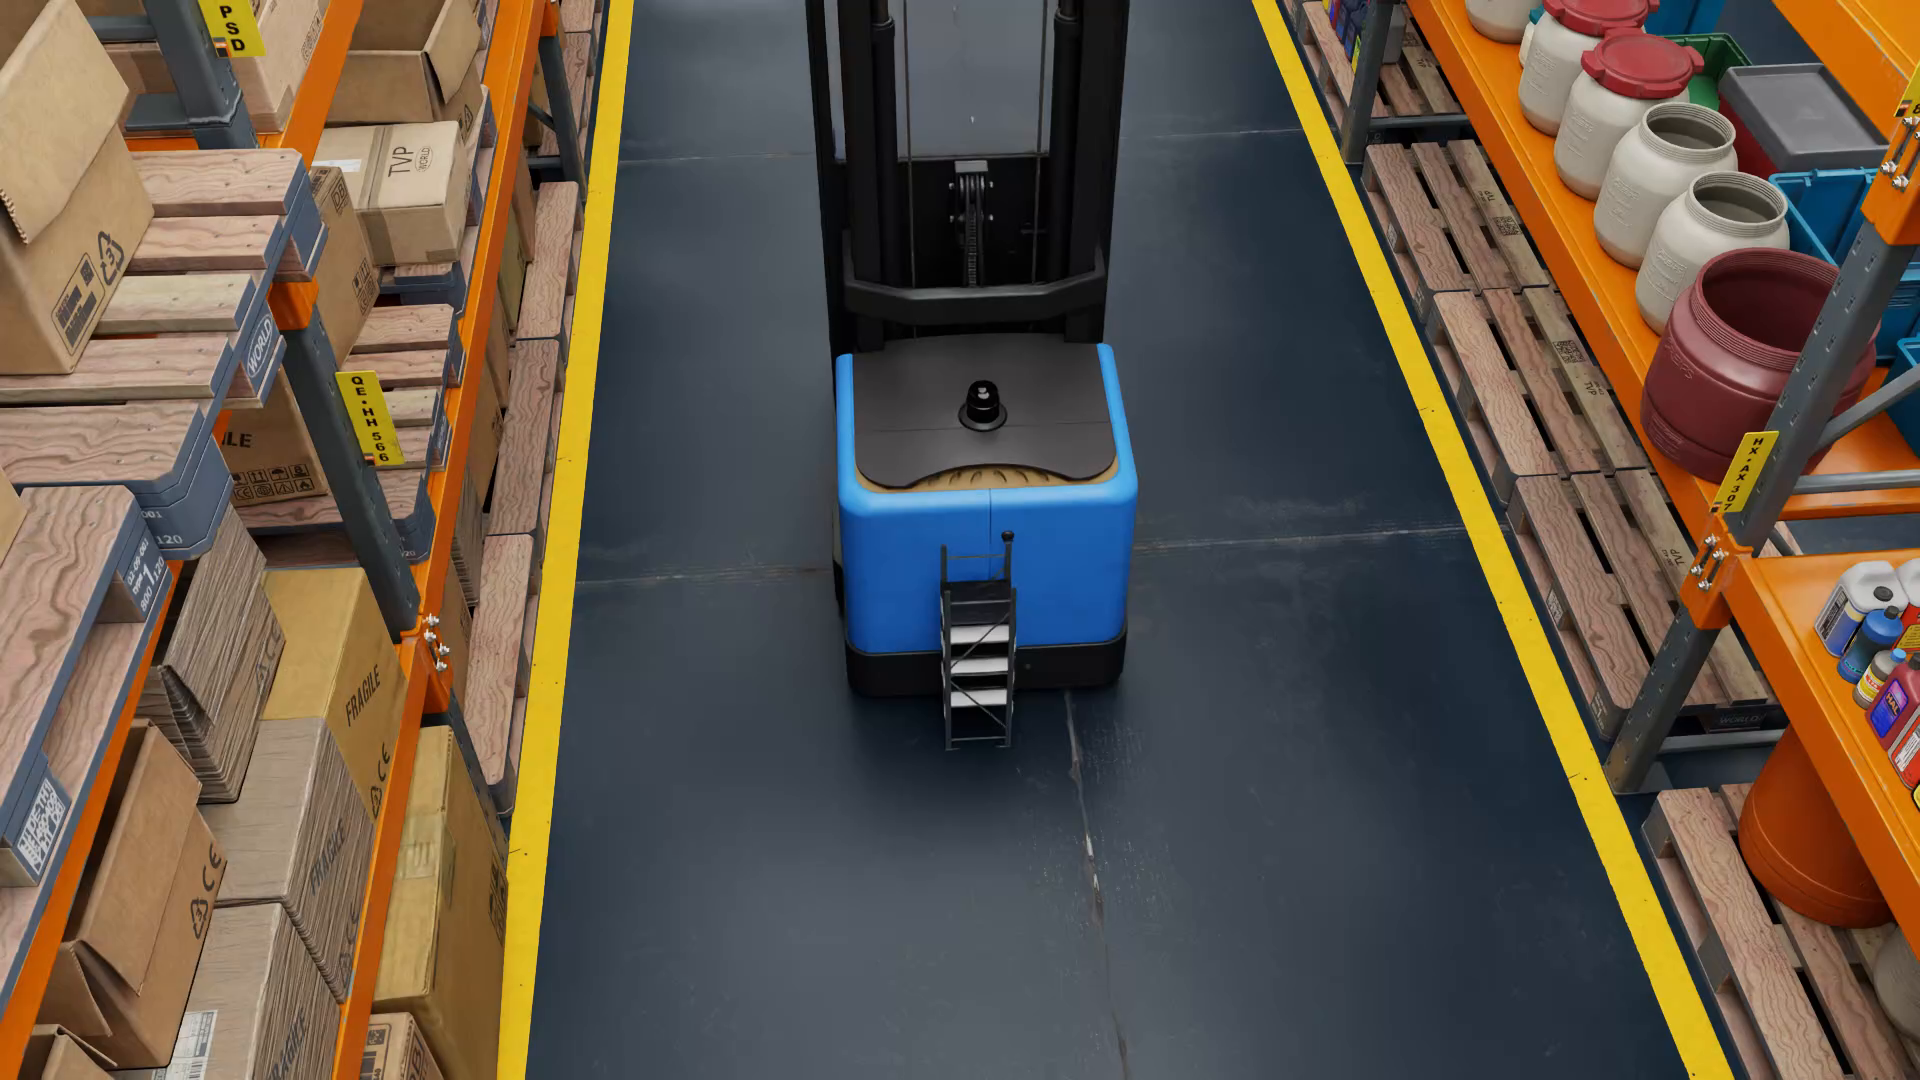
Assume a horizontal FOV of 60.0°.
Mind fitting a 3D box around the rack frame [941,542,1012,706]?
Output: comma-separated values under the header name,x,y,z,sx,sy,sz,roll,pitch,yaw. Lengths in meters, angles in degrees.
name,x,y,z,sx,sy,sz,roll,pitch,yaw
rack frame,0.055,0.318,5.960,0.240,0.900,0.006,-3,48,-3

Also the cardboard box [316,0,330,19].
name,x,y,z,sx,sy,sz,roll,pitch,yaw
cardboard box,-1.910,-1.585,4.359,0.500,0.250,0.500,-2,47,-2

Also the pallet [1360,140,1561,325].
name,x,y,z,sx,sy,sz,roll,pitch,yaw
pallet,2.623,-1.549,8.208,1.003,0.211,1.213,-3,47,-3

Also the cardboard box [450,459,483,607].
name,x,y,z,sx,sy,sz,roll,pitch,yaw
cardboard box,-2.217,-0.054,6.290,0.700,0.500,0.500,-7,47,-7

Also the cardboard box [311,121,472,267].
name,x,y,z,sx,sy,sz,roll,pitch,yaw
cardboard box,-1.993,-1.198,5.769,0.500,0.250,0.500,-5,47,-4

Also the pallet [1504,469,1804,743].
name,x,y,z,sx,sy,sz,roll,pitch,yaw
pallet,2.827,0.217,6.536,1.003,0.211,1.213,-3,47,-3

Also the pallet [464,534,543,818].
name,x,y,z,sx,sy,sz,roll,pitch,yaw
pallet,-2.146,0.515,6.253,1.003,0.211,1.213,-3,47,-3

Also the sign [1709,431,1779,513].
name,x,y,z,sx,sy,sz,roll,pitch,yaw
sign,2.306,-0.197,4.895,0.100,0.325,0.005,-3,47,-3

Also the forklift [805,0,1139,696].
name,x,y,z,sx,sy,sz,roll,pitch,yaw
forklift,0.009,-1.489,6.278,1.130,2.935,3.031,-3,47,-2

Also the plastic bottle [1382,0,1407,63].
name,x,y,z,sx,sy,sz,roll,pitch,yaw
plastic bottle,2.321,-2.771,8.966,0.144,0.351,0.185,-3,47,-3

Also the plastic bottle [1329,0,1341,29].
name,x,y,z,sx,sy,sz,roll,pitch,yaw
plastic bottle,2.106,-2.993,9.223,0.061,0.283,0.133,-1,47,-1

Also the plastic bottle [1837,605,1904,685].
name,x,y,z,sx,sy,sz,roll,pitch,yaw
plastic bottle,2.550,0.283,4.641,0.097,0.271,0.097,0,47,0

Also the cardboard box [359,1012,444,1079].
name,x,y,z,sx,sy,sz,roll,pitch,yaw
cardboard box,-1.978,1.854,4.239,1.225,0.875,0.875,-3,47,-3

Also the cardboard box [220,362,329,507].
name,x,y,z,sx,sy,sz,roll,pitch,yaw
cardboard box,-2.167,-0.445,4.884,0.500,0.500,0.500,-9,47,-8

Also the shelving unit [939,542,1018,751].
name,x,y,z,sx,sy,sz,roll,pitch,yaw
shelving unit,0.061,0.393,5.892,0.258,0.900,0.210,-3,48,-3

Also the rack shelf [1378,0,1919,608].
name,x,y,z,sx,sy,sz,roll,pitch,yaw
rack shelf,2.686,-1.379,6.622,1.077,0.370,4.000,-3,47,-3

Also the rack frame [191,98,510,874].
name,x,y,z,sx,sy,sz,roll,pitch,yaw
rack frame,-2.082,0.122,4.705,1.000,3.000,0.127,-3,47,-3

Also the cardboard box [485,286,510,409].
name,x,y,z,sx,sy,sz,roll,pitch,yaw
cardboard box,-2.318,-0.868,7.061,0.700,0.500,0.500,-7,47,-7

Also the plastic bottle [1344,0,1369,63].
name,x,y,z,sx,sy,sz,roll,pitch,yaw
plastic bottle,2.178,-2.762,8.958,0.144,0.351,0.185,-5,47,-4

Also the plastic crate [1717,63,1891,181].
name,x,y,z,sx,sy,sz,roll,pitch,yaw
plastic crate,3.023,-1.389,6.092,0.402,0.464,0.583,-3,47,-3

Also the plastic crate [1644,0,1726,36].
name,x,y,z,sx,sy,sz,roll,pitch,yaw
plastic crate,2.921,-2.289,6.999,0.392,0.384,0.575,-3,47,-3

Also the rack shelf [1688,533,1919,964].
name,x,y,z,sx,sy,sz,roll,pitch,yaw
rack shelf,3.021,1.515,3.881,1.077,0.370,4.000,-3,47,-3

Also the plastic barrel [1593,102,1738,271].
name,x,y,z,sx,sy,sz,roll,pitch,yaw
plastic barrel,2.519,-1.254,5.931,0.421,0.512,0.421,0,47,0

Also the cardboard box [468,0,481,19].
name,x,y,z,sx,sy,sz,roll,pitch,yaw
cardboard box,-2.490,-2.540,6.523,1.000,1.000,1.000,-3,47,-3

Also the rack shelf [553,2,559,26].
name,x,y,z,sx,sy,sz,roll,pitch,yaw
rack shelf,-2.584,-3.972,9.078,1.077,0.370,4.000,-3,47,-3

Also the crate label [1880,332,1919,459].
name,x,y,z,sx,sy,sz,roll,pitch,yaw
crate label,3.192,-0.449,5.361,0.303,0.233,0.416,-3,47,-3

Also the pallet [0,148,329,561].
name,x,y,z,sx,sy,sz,roll,pitch,yaw
pallet,-1.975,-0.382,3.247,1.213,0.211,1.003,-2,47,-1

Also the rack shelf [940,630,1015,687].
name,x,y,z,sx,sy,sz,roll,pitch,yaw
rack shelf,0.061,0.415,5.917,0.258,0.077,0.200,-3,48,-3

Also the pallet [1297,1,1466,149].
name,x,y,z,sx,sy,sz,roll,pitch,yaw
pallet,2.504,-2.603,9.206,1.003,0.211,1.213,-3,47,-3

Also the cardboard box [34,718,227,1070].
name,x,y,z,sx,sy,sz,roll,pitch,yaw
cardboard box,-1.985,0.744,3.356,0.797,0.503,0.637,-3,47,-2

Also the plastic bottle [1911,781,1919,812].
name,x,y,z,sx,sy,sz,roll,pitch,yaw
plastic bottle,2.572,0.628,4.306,0.061,0.283,0.133,-3,47,-3

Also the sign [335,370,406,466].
name,x,y,z,sx,sy,sz,roll,pitch,yaw
sign,-1.529,-0.313,4.319,0.100,0.325,0.005,-3,47,-3

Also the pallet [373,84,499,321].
name,x,y,z,sx,sy,sz,roll,pitch,yaw
pallet,-2.288,-1.242,6.129,1.003,0.211,1.213,-3,47,-3

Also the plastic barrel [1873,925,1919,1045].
name,x,y,z,sx,sy,sz,roll,pitch,yaw
plastic barrel,3.048,1.288,5.025,0.421,0.512,0.421,0,47,0

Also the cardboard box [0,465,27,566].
name,x,y,z,sx,sy,sz,roll,pitch,yaw
cardboard box,-1.799,-0.032,2.427,0.500,0.500,0.500,-1,47,-1

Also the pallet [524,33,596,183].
name,x,y,z,sx,sy,sz,roll,pitch,yaw
pallet,-2.508,-2.297,8.917,1.003,0.211,1.213,-3,47,-3

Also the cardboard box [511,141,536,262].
name,x,y,z,sx,sy,sz,roll,pitch,yaw
cardboard box,-2.387,-1.619,7.772,0.700,0.500,0.500,-7,47,-6

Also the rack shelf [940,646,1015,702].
name,x,y,z,sx,sy,sz,roll,pitch,yaw
rack shelf,0.061,0.476,5.983,0.258,0.077,0.200,-3,48,-3

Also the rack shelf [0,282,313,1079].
name,x,y,z,sx,sy,sz,roll,pitch,yaw
rack shelf,-1.915,0.785,2.507,1.077,0.370,4.000,-3,47,-3

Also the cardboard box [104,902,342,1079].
name,x,y,z,sx,sy,sz,roll,pitch,yaw
cardboard box,-1.711,1.166,3.648,0.500,0.500,0.500,-5,47,-5

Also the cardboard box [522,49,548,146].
name,x,y,z,sx,sy,sz,roll,pitch,yaw
cardboard box,-2.410,-2.349,8.478,0.500,0.500,0.500,-5,47,-5

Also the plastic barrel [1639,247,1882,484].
name,x,y,z,sx,sy,sz,roll,pitch,yaw
plastic barrel,2.513,-0.543,5.242,0.600,0.536,0.708,-3,47,-3

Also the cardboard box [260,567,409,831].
name,x,y,z,sx,sy,sz,roll,pitch,yaw
cardboard box,-1.794,0.429,4.345,0.500,0.500,0.500,-2,47,-2

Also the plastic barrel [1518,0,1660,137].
name,x,y,z,sx,sy,sz,roll,pitch,yaw
plastic barrel,2.442,-1.884,6.511,0.433,0.535,0.433,0,47,0

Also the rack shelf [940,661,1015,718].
name,x,y,z,sx,sy,sz,roll,pitch,yaw
rack shelf,0.061,0.536,6.050,0.258,0.077,0.200,-3,48,-3

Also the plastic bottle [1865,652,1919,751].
name,x,y,z,sx,sy,sz,roll,pitch,yaw
plastic bottle,2.550,0.434,4.490,0.061,0.283,0.133,-3,47,-3

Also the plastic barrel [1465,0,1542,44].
name,x,y,z,sx,sy,sz,roll,pitch,yaw
plastic barrel,2.380,-2.415,7.014,0.433,0.535,0.433,0,47,0

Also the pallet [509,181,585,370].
name,x,y,z,sx,sy,sz,roll,pitch,yaw
pallet,-2.350,-1.250,7.925,1.003,0.211,1.213,-3,47,-3

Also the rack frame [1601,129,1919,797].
name,x,y,z,sx,sy,sz,roll,pitch,yaw
rack frame,2.854,-0.179,4.990,1.000,3.000,0.127,-3,47,-3

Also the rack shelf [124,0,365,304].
name,x,y,z,sx,sy,sz,roll,pitch,yaw
rack shelf,-2.249,-2.109,5.248,1.077,0.370,4.000,-3,47,-3
